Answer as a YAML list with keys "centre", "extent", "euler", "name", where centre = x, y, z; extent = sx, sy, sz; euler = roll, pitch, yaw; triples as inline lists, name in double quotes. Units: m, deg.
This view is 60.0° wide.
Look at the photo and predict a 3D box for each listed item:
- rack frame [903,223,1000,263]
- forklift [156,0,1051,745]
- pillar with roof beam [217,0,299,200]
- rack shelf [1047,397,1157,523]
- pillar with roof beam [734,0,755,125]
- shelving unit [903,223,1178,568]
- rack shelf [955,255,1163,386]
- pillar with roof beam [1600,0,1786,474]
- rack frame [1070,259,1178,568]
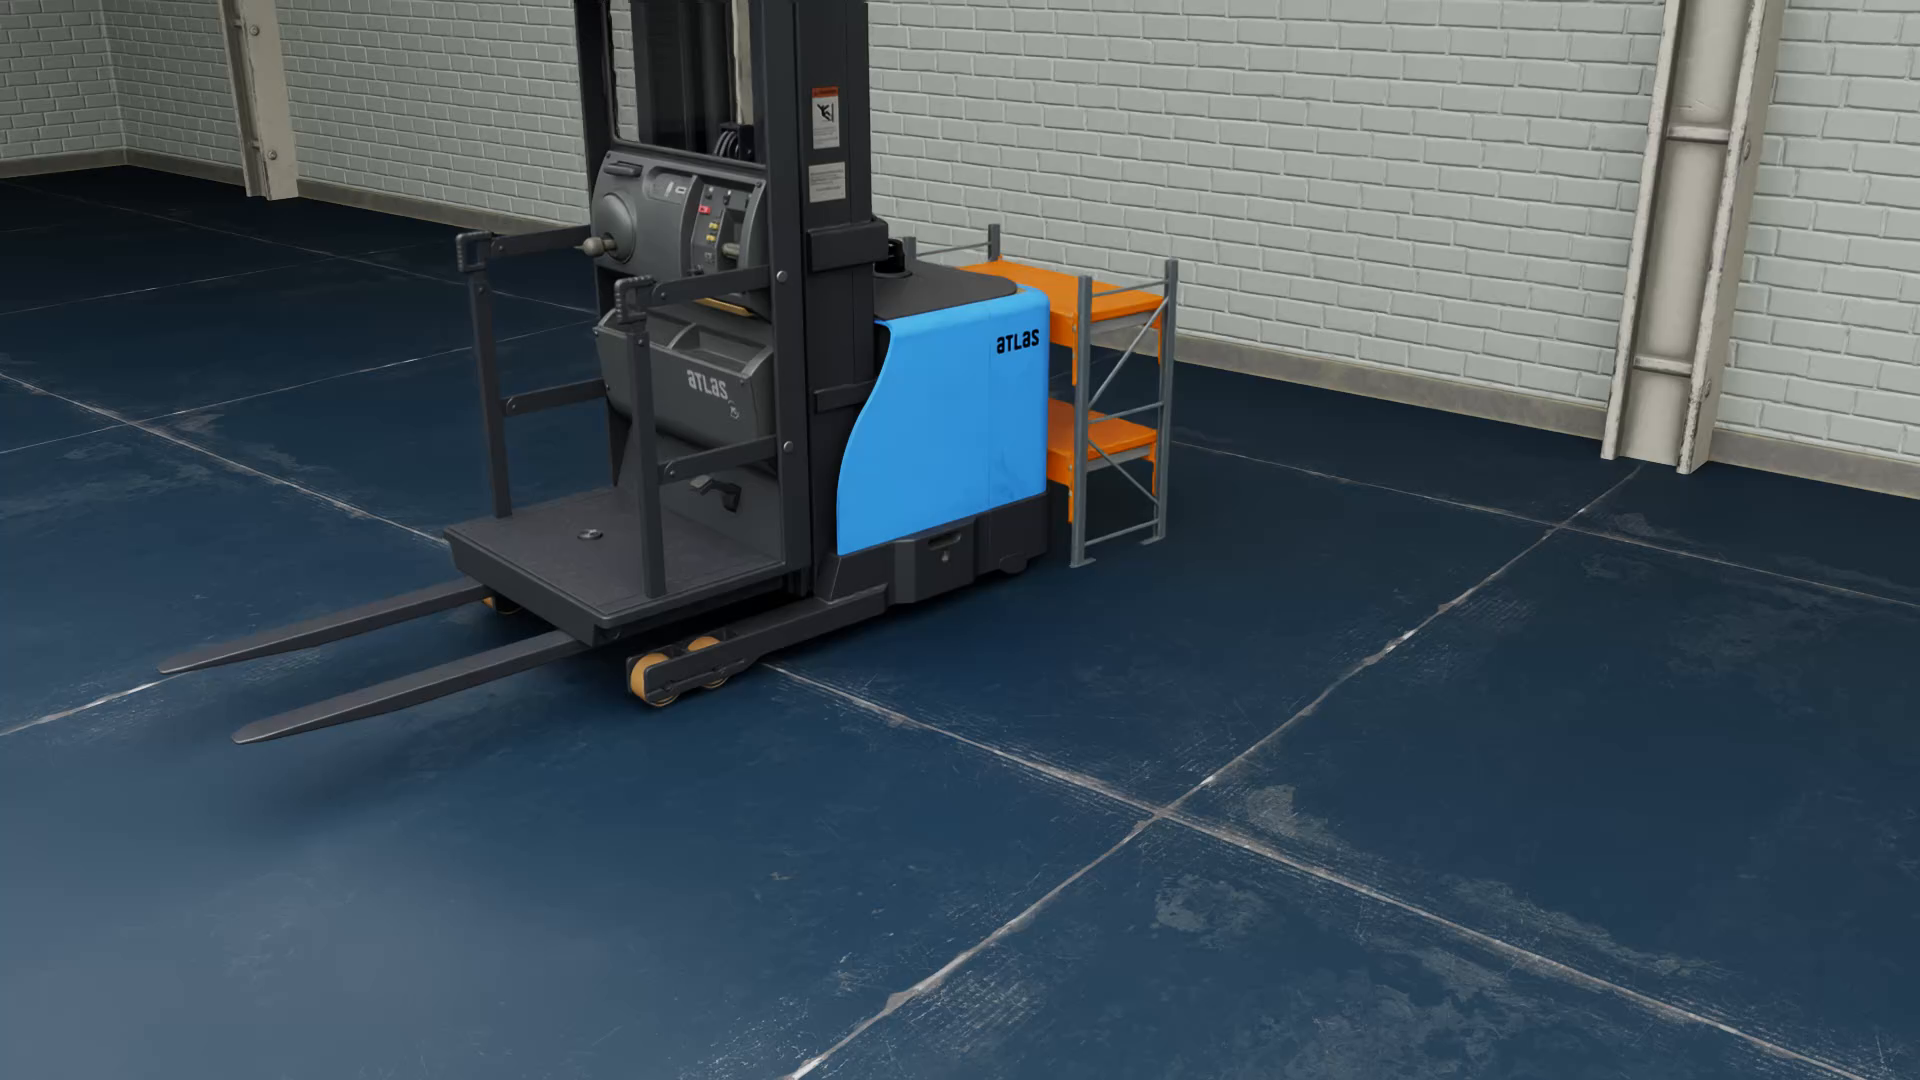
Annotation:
- centre: [-0.032, -0.754, 7.072]
  extent: [0.500, 1.125, 0.032]
  euler: [-17, 26, -37]
  name: "rack frame"
- centre: [-1.085, -1.051, 5.302]
  extent: [3.031, 2.935, 1.130]
  euler: [-18, 27, -39]
  name: "forklift"
- centre: [-8.813, -6.090, 10.064]
  extent: [0.400, 9.000, 9.100]
  euler: [16, 26, 36]
  name: "pillar with roof beam"
- centre: [0.297, -0.388, 6.796]
  extent: [0.538, 0.278, 1.000]
  euler: [-17, 26, -37]
  name: "rack shelf"
- centre: [-4.164, -4.751, 6.514]
  extent: [0.400, 9.000, 9.100]
  euler: [16, 26, 36]
  name: "pillar with roof beam"
- centre: [0.297, -0.617, 6.710]
  extent: [0.538, 1.125, 1.048]
  euler: [-17, 26, -37]
  name: "shelving unit"
- centre: [0.297, -0.891, 6.606]
  extent: [0.538, 0.278, 1.000]
  euler: [-17, 26, -37]
  name: "rack shelf"
- centre: [0.484, -3.413, 2.964]
  extent: [0.400, 9.000, 9.100]
  euler: [16, 26, 36]
  name: "pillar with roof beam"
- centre: [0.626, -0.480, 6.347]
  extent: [0.500, 1.125, 0.032]
  euler: [-17, 26, -37]
  name: "rack frame"
